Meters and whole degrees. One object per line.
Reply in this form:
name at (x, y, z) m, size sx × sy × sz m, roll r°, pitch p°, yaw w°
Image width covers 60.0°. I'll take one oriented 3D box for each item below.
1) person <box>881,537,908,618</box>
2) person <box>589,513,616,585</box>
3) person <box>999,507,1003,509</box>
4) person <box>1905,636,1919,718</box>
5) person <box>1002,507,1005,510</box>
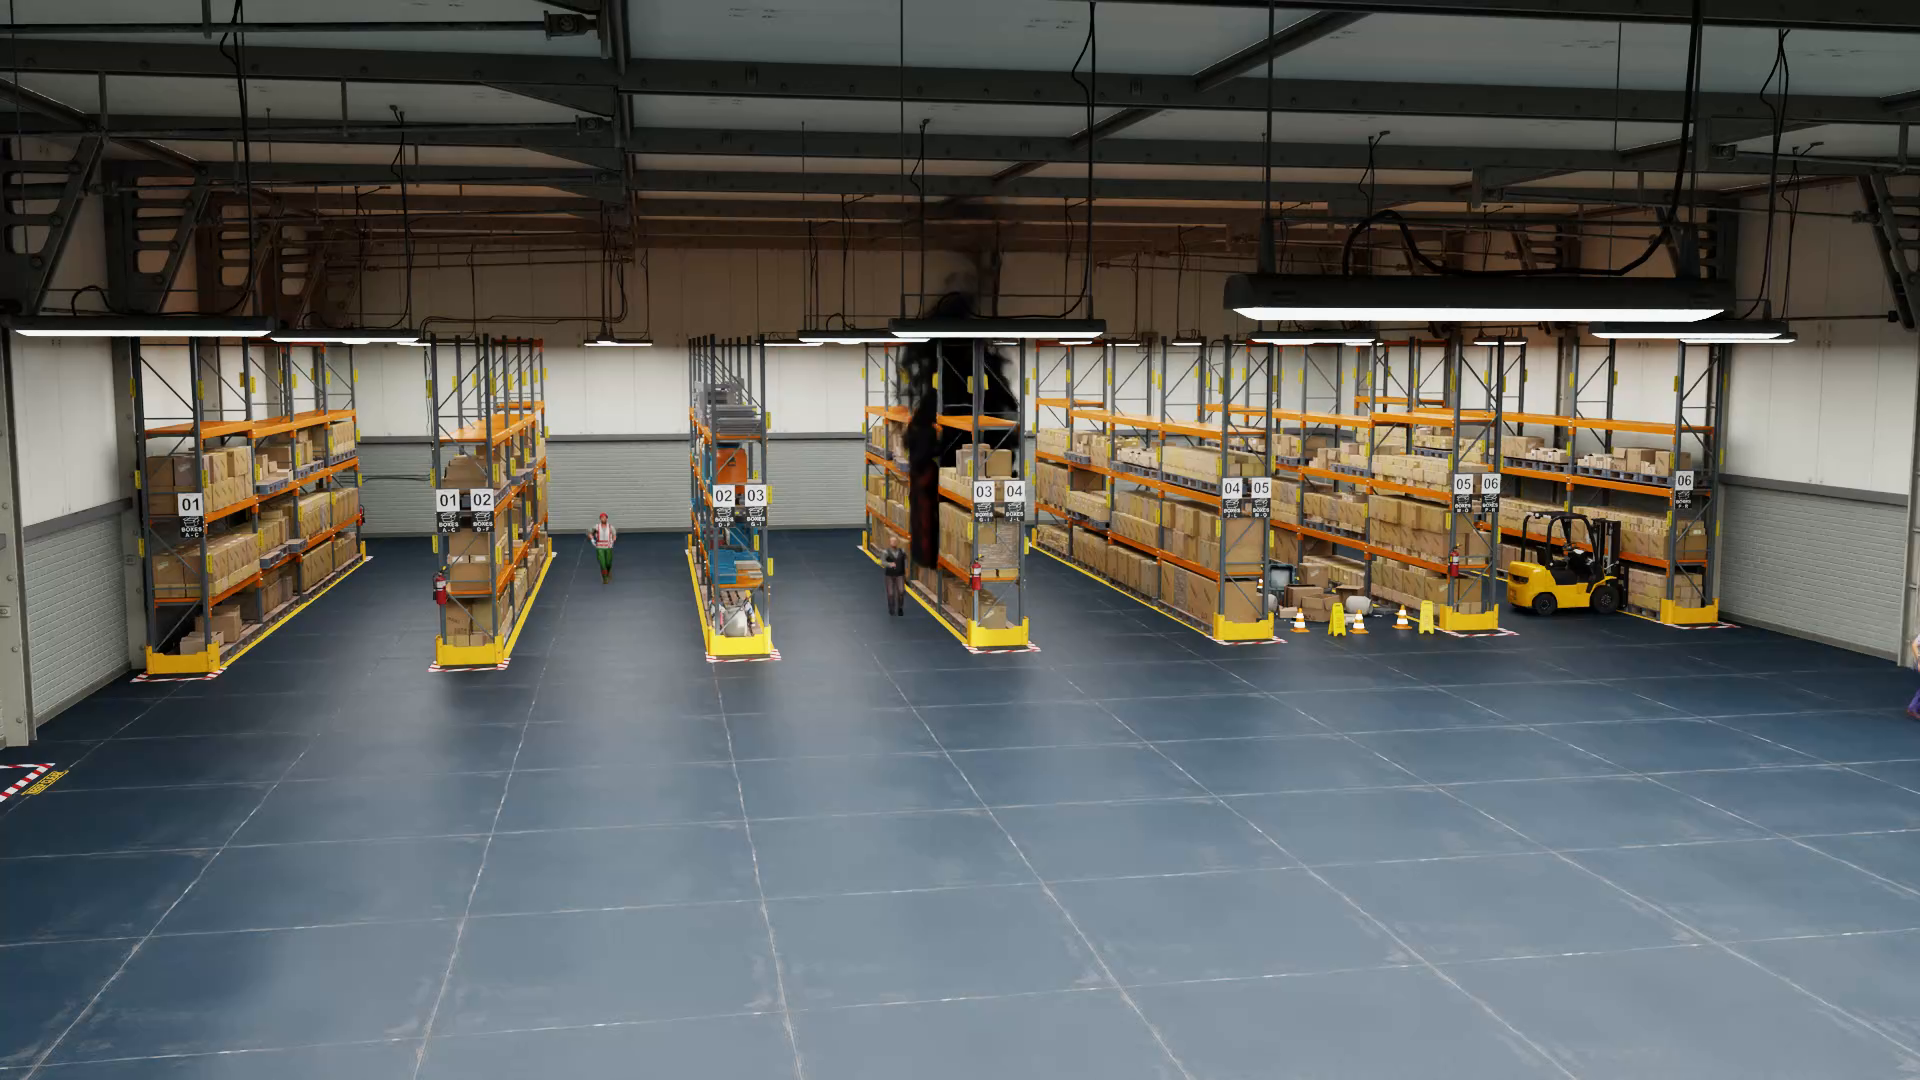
person at (-1.385, 0.797, 35.611) m, size 0.627 × 1.733 × 0.703 m, roll -1°, pitch 7°, yaw -8°
person at (-8.728, 0.212, 40.727) m, size 0.663 × 1.725 × 0.737 m, roll -2°, pitch 7°, yaw -18°
person at (1.214, -0.678, 49.105) m, size 0.538 × 1.601 × 0.629 m, roll 6°, pitch 9°, yaw 43°
person at (14.937, 2.004, 25.470) m, size 0.775 × 1.678 × 0.594 m, roll 6°, pitch 9°, yaw 43°
person at (1.401, -0.350, 45.460) m, size 0.663 × 1.788 × 0.925 m, roll -1°, pitch 7°, yaw -8°
